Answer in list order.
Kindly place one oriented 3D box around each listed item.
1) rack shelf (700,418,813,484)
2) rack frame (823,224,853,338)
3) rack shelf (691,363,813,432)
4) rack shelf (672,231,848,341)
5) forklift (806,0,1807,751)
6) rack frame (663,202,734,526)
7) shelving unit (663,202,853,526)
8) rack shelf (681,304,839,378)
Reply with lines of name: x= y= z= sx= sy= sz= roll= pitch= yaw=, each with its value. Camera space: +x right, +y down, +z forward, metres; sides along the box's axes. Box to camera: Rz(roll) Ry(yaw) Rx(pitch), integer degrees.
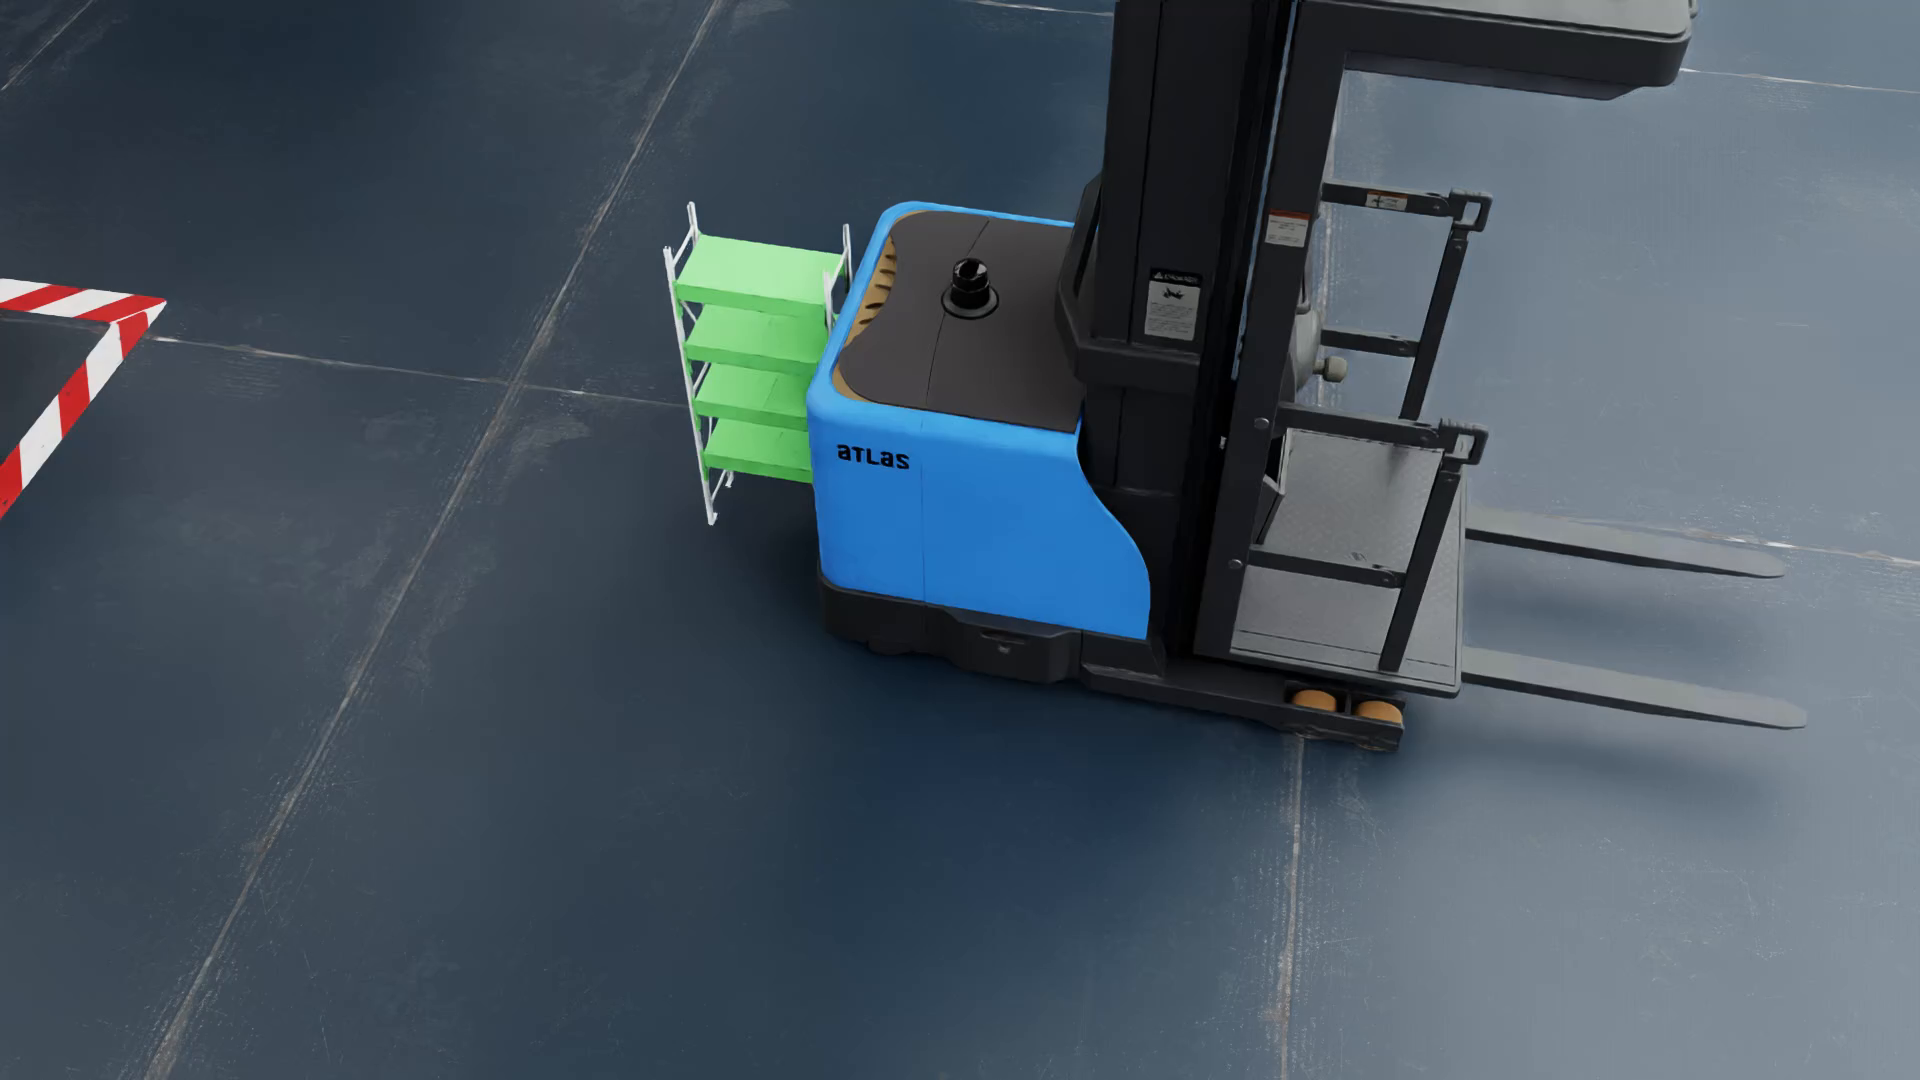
rack shelf: x=-0.604 y=-0.297 z=5.619 sx=0.480 sy=0.148 sz=0.258 roll=9 pitch=49 yaw=8
rack frame: x=-0.366 y=-0.460 z=5.357 sx=0.015 sy=1.200 sz=0.240 roll=9 pitch=49 yaw=8
rack shelf: x=-0.604 y=-0.457 z=5.440 sx=0.480 sy=0.148 sz=0.258 roll=9 pitch=49 yaw=8
rack shelf: x=-0.604 y=-0.778 z=5.083 sx=0.480 sy=0.148 sz=0.258 roll=9 pitch=49 yaw=8
forklift: x=1.119 y=-0.764 z=4.466 sx=3.031 sy=2.935 sz=1.130 roll=9 pitch=49 yaw=8
rack frame: x=-0.842 y=-0.540 z=5.428 sx=0.015 sy=1.200 sz=0.240 roll=9 pitch=49 yaw=8
shelving unit: x=-0.604 y=-0.500 z=5.393 sx=0.503 sy=1.200 sz=0.258 roll=9 pitch=49 yaw=8
rack shelf: x=-0.604 y=-0.618 z=5.262 sx=0.480 sy=0.148 sz=0.258 roll=9 pitch=49 yaw=8
